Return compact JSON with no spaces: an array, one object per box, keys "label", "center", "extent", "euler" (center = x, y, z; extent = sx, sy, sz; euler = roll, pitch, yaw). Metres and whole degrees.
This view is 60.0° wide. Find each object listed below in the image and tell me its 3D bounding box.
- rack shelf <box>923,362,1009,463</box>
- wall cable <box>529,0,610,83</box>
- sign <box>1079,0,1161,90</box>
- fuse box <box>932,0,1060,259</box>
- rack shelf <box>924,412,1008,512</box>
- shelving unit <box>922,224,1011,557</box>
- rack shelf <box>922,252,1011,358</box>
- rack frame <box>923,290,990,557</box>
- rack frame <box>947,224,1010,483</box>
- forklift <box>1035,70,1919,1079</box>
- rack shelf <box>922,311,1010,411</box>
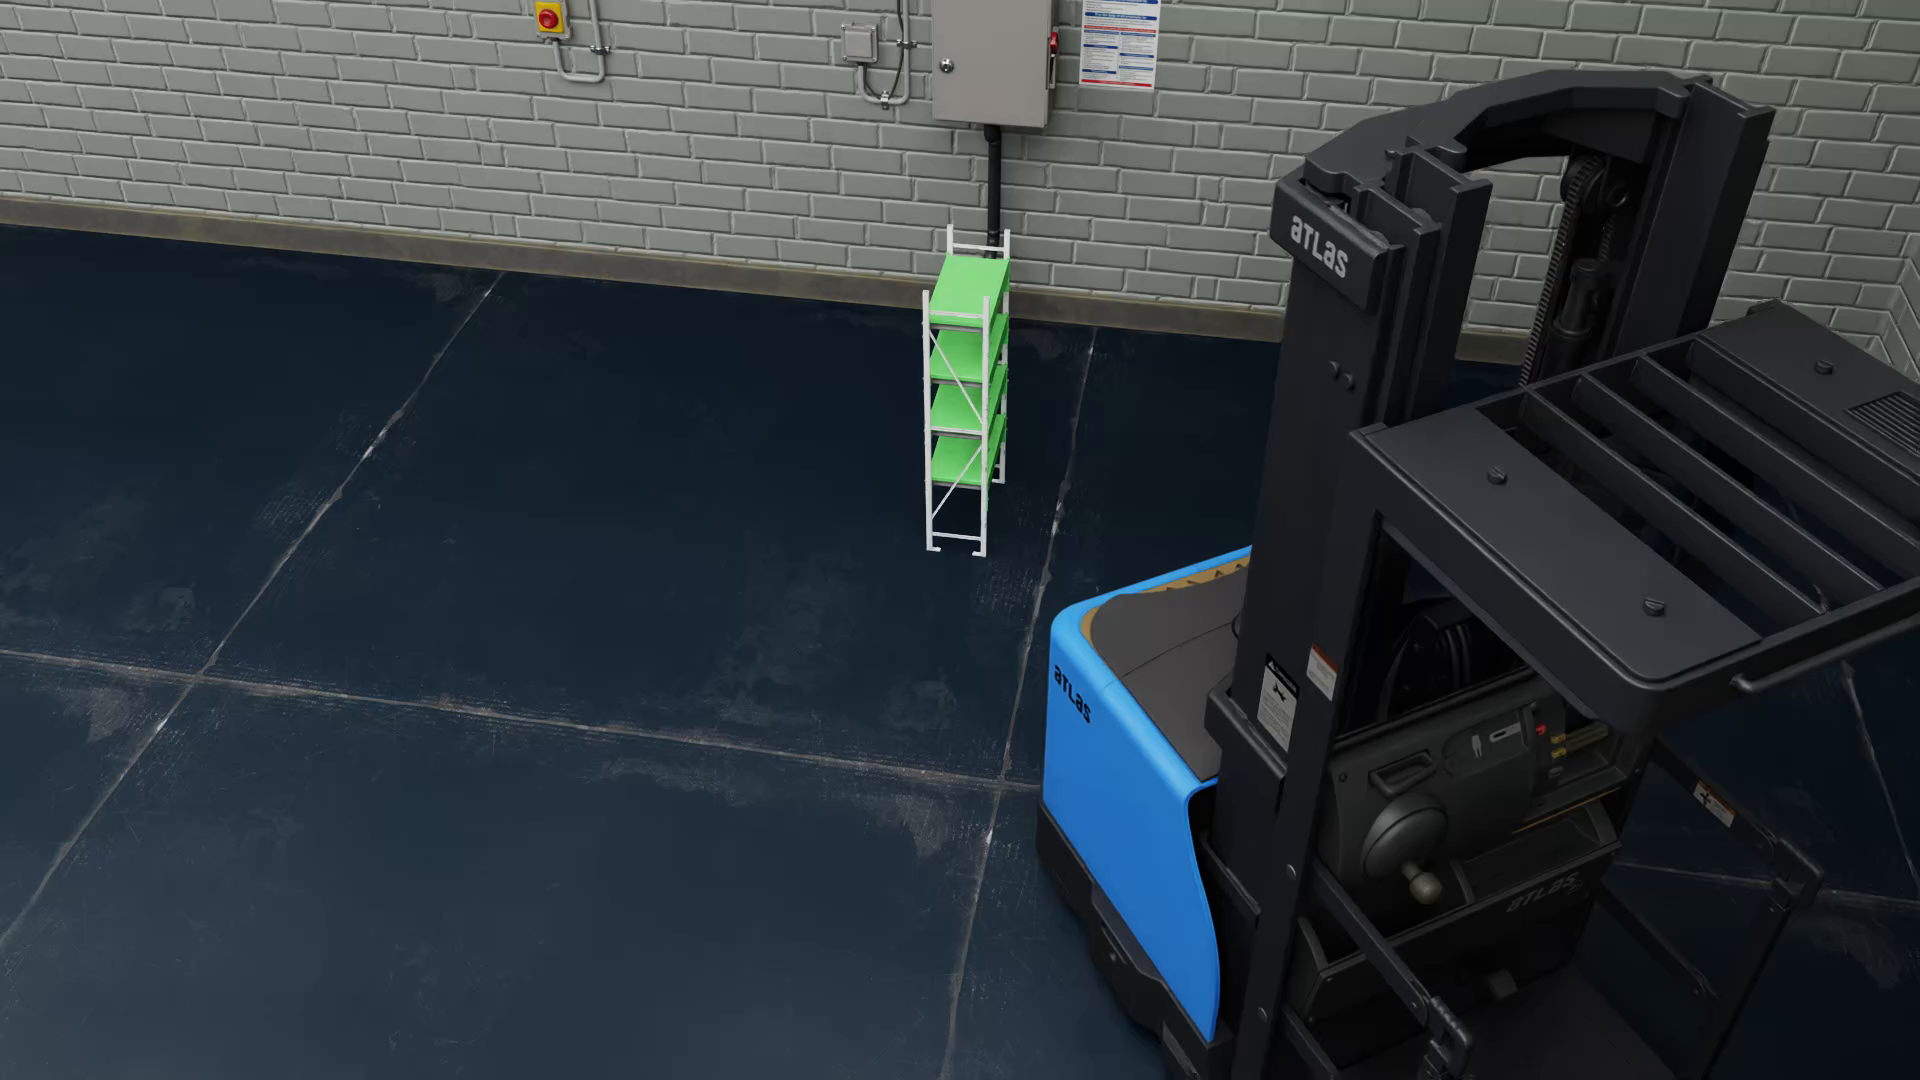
[{"label":"rack shelf","center":[0.029,-0.517,6.534],"extent":[0.258,0.148,0.480],"euler":[6,40,8]},{"label":"wall cable","center":[-1.885,-2.852,7.024],"extent":[0.585,1.953,0.123],"euler":[6,40,8]},{"label":"sign","center":[0.681,-2.164,7.088],"extent":[0.329,0.494,0.001],"euler":[6,40,8]},{"label":"fuse box","center":[0.159,-1.629,7.377],"extent":[0.539,1.711,0.414],"euler":[6,40,8]},{"label":"rack shelf","center":[0.029,-0.332,6.687],"extent":[0.258,0.148,0.480],"euler":[6,40,8]},{"label":"shelving unit","center":[0.029,-0.566,6.493],"extent":[0.258,1.200,0.503],"euler":[6,40,8]},{"label":"rack shelf","center":[0.029,-0.887,6.228],"extent":[0.258,0.148,0.480],"euler":[6,40,8]},{"label":"rack frame","center":[-0.014,-0.413,6.308],"extent":[0.240,1.200,0.015],"euler":[6,40,8]},{"label":"rack frame","center":[0.071,-0.719,6.679],"extent":[0.240,1.200,0.015],"euler":[6,40,8]},{"label":"forklift","center":[1.342,0.615,3.706],"extent":[1.130,2.935,3.031],"euler":[-17,43,-20]},{"label":"rack shelf","center":[0.029,-0.702,6.381],"extent":[0.258,0.148,0.480],"euler":[6,40,8]}]
